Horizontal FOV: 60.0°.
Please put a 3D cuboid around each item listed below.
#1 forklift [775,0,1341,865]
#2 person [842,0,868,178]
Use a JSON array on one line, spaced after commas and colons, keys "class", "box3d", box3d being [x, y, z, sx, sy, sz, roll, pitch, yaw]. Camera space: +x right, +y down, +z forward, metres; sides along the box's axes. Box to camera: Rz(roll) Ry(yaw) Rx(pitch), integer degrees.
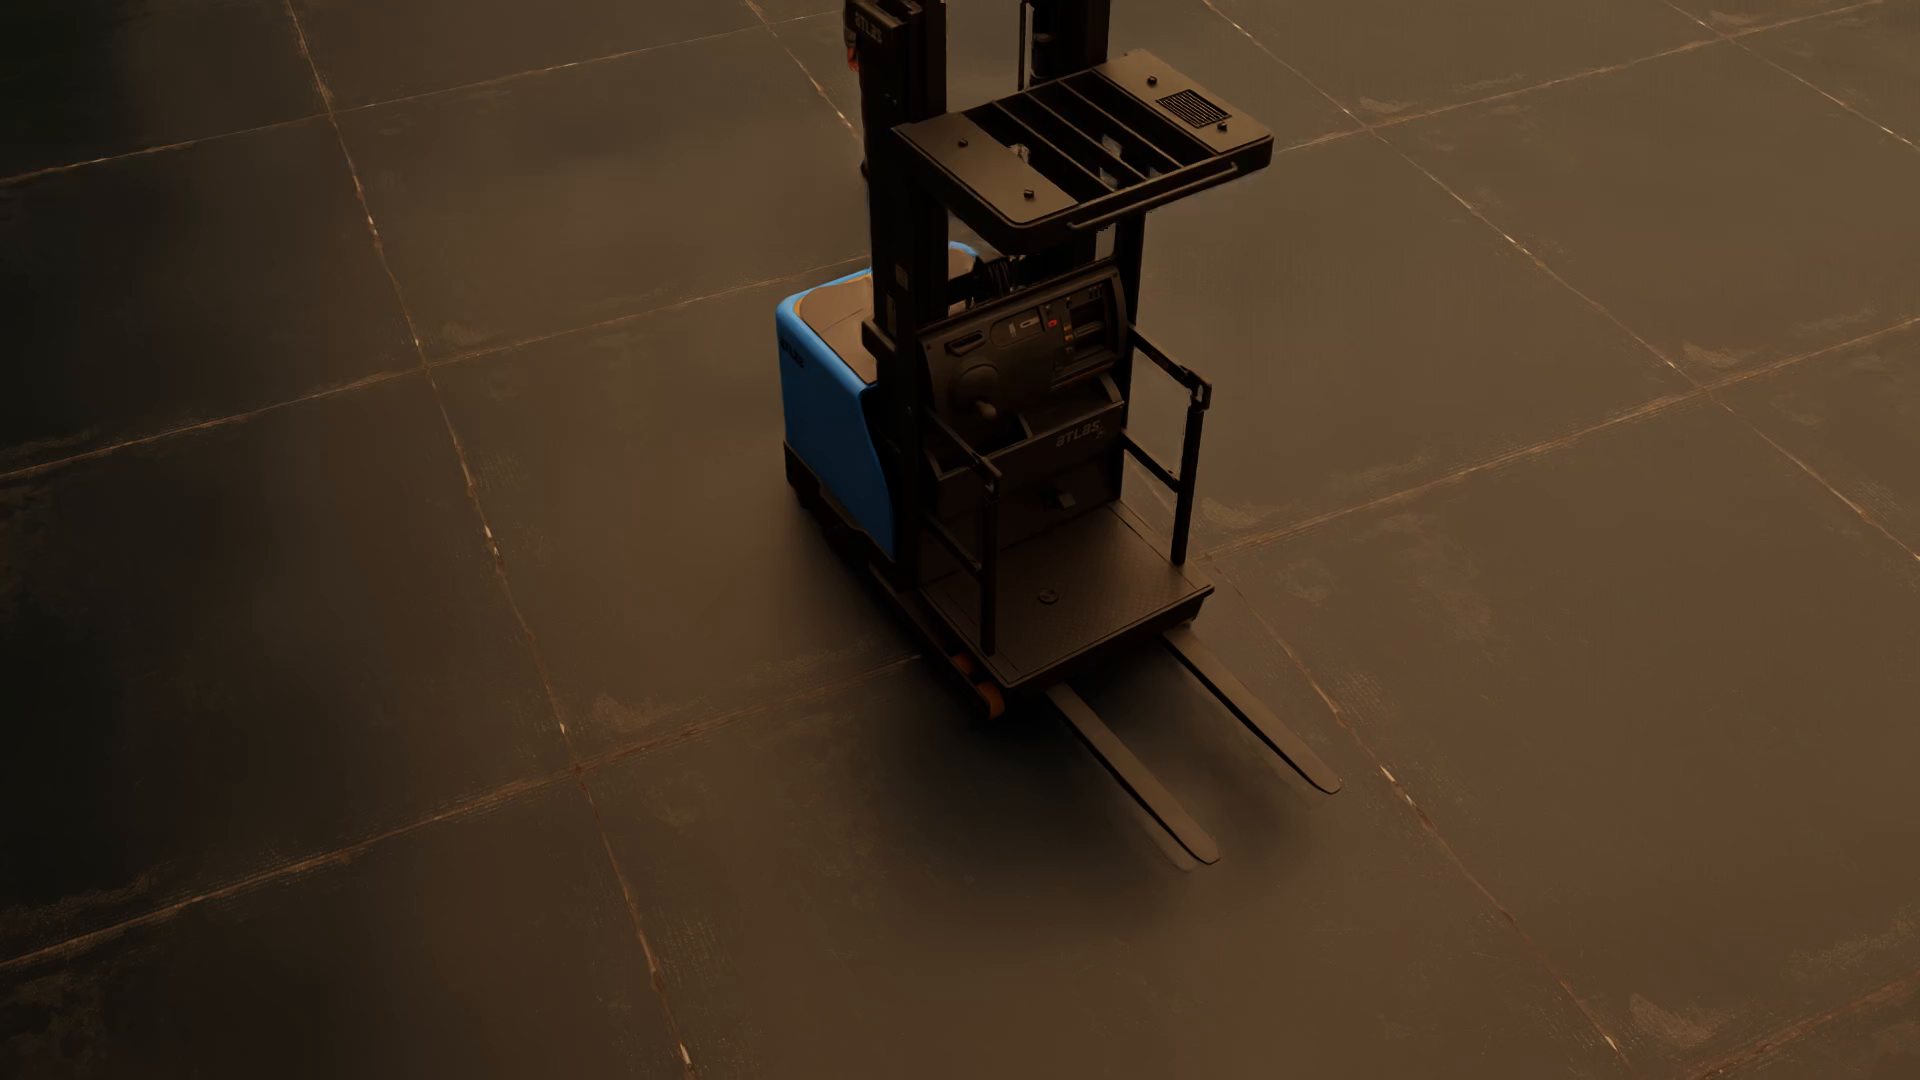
[{"class": "forklift", "box3d": [0.382, -0.686, 6.415, 1.130, 2.935, 3.031, -24, 48, -23]}, {"class": "person", "box3d": [-0.380, -2.838, 9.611, 0.583, 1.721, 0.433, -4, 43, -5]}]
